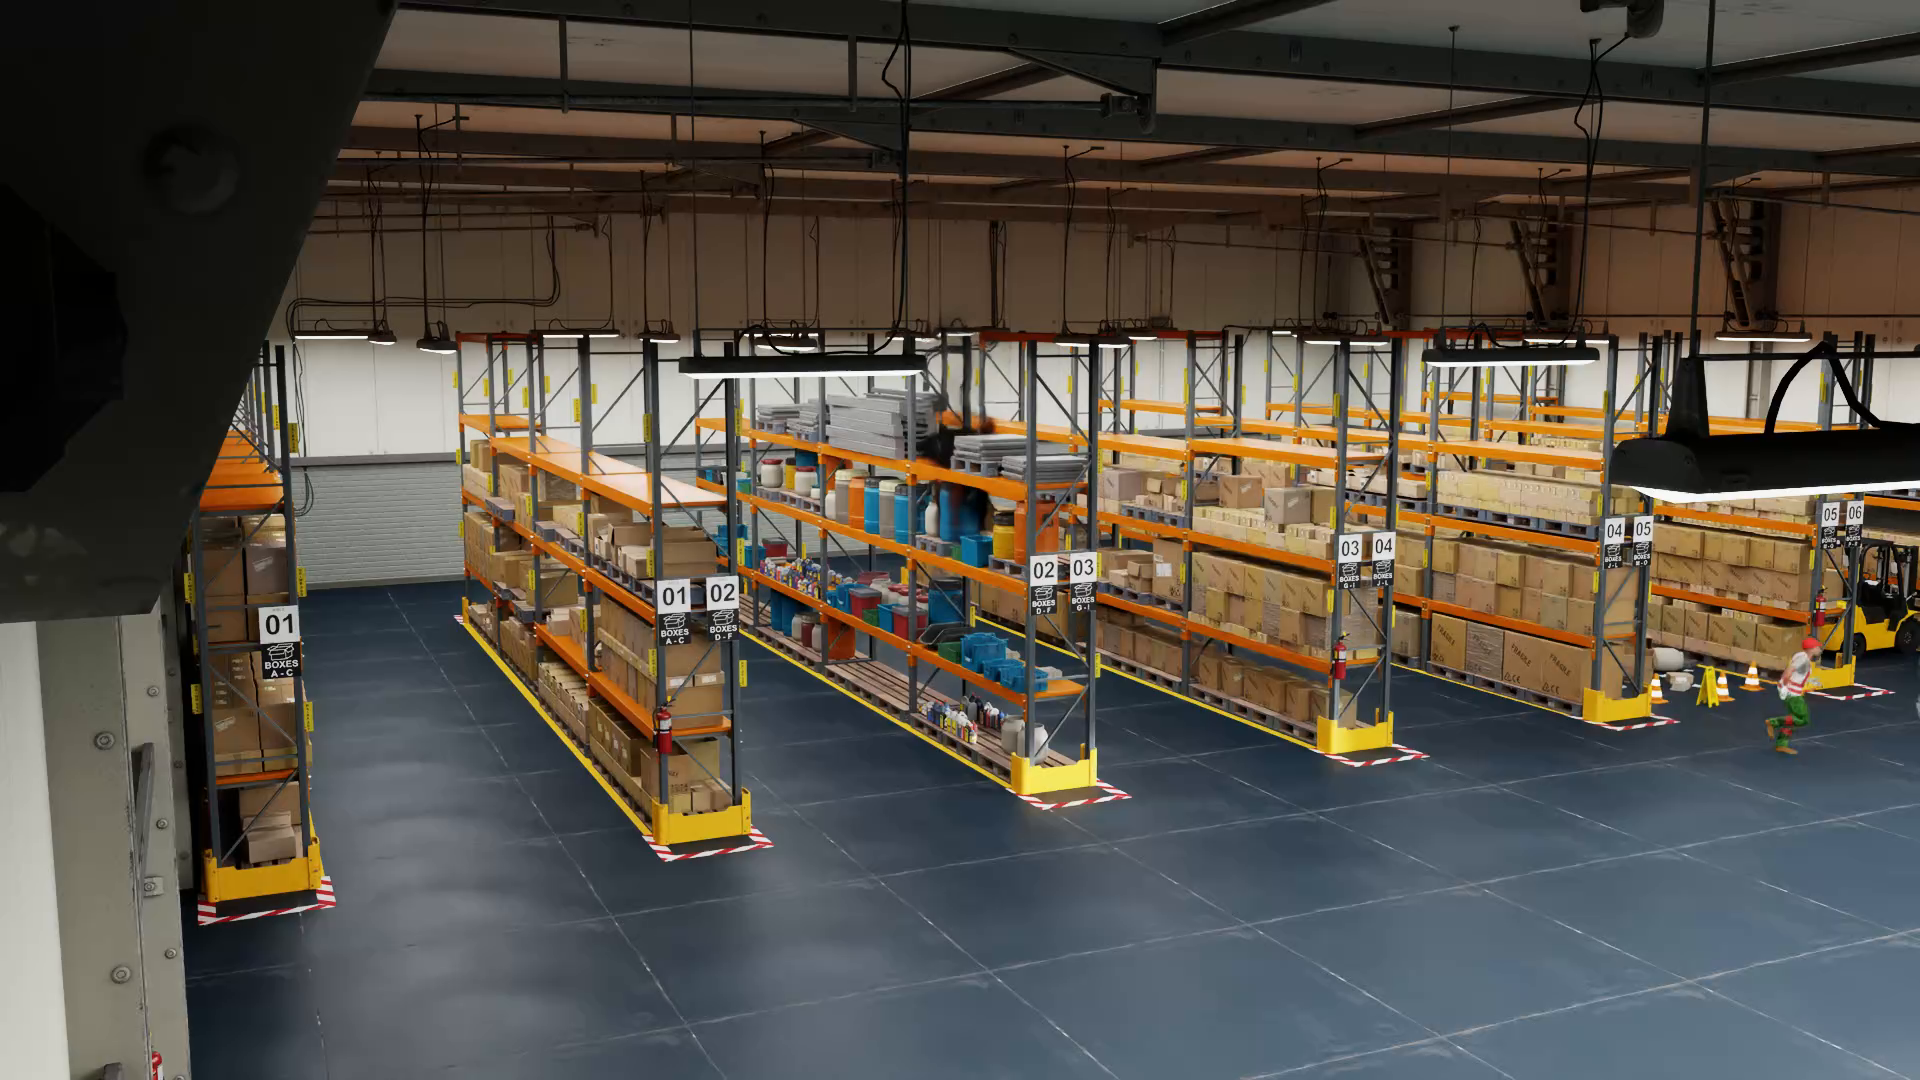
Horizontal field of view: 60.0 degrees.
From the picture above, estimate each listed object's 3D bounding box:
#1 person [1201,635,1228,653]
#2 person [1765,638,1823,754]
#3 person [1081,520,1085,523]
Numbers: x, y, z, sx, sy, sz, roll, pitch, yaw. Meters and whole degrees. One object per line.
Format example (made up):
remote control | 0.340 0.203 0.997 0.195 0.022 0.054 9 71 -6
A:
person | 4.838 1.294 31.002 0.617 1.835 0.882 -4 9 -29
person | 12.119 2.253 24.151 0.747 1.707 0.652 2 8 16
person | 2.821 0.354 38.423 0.590 1.620 0.592 -2 8 -13
